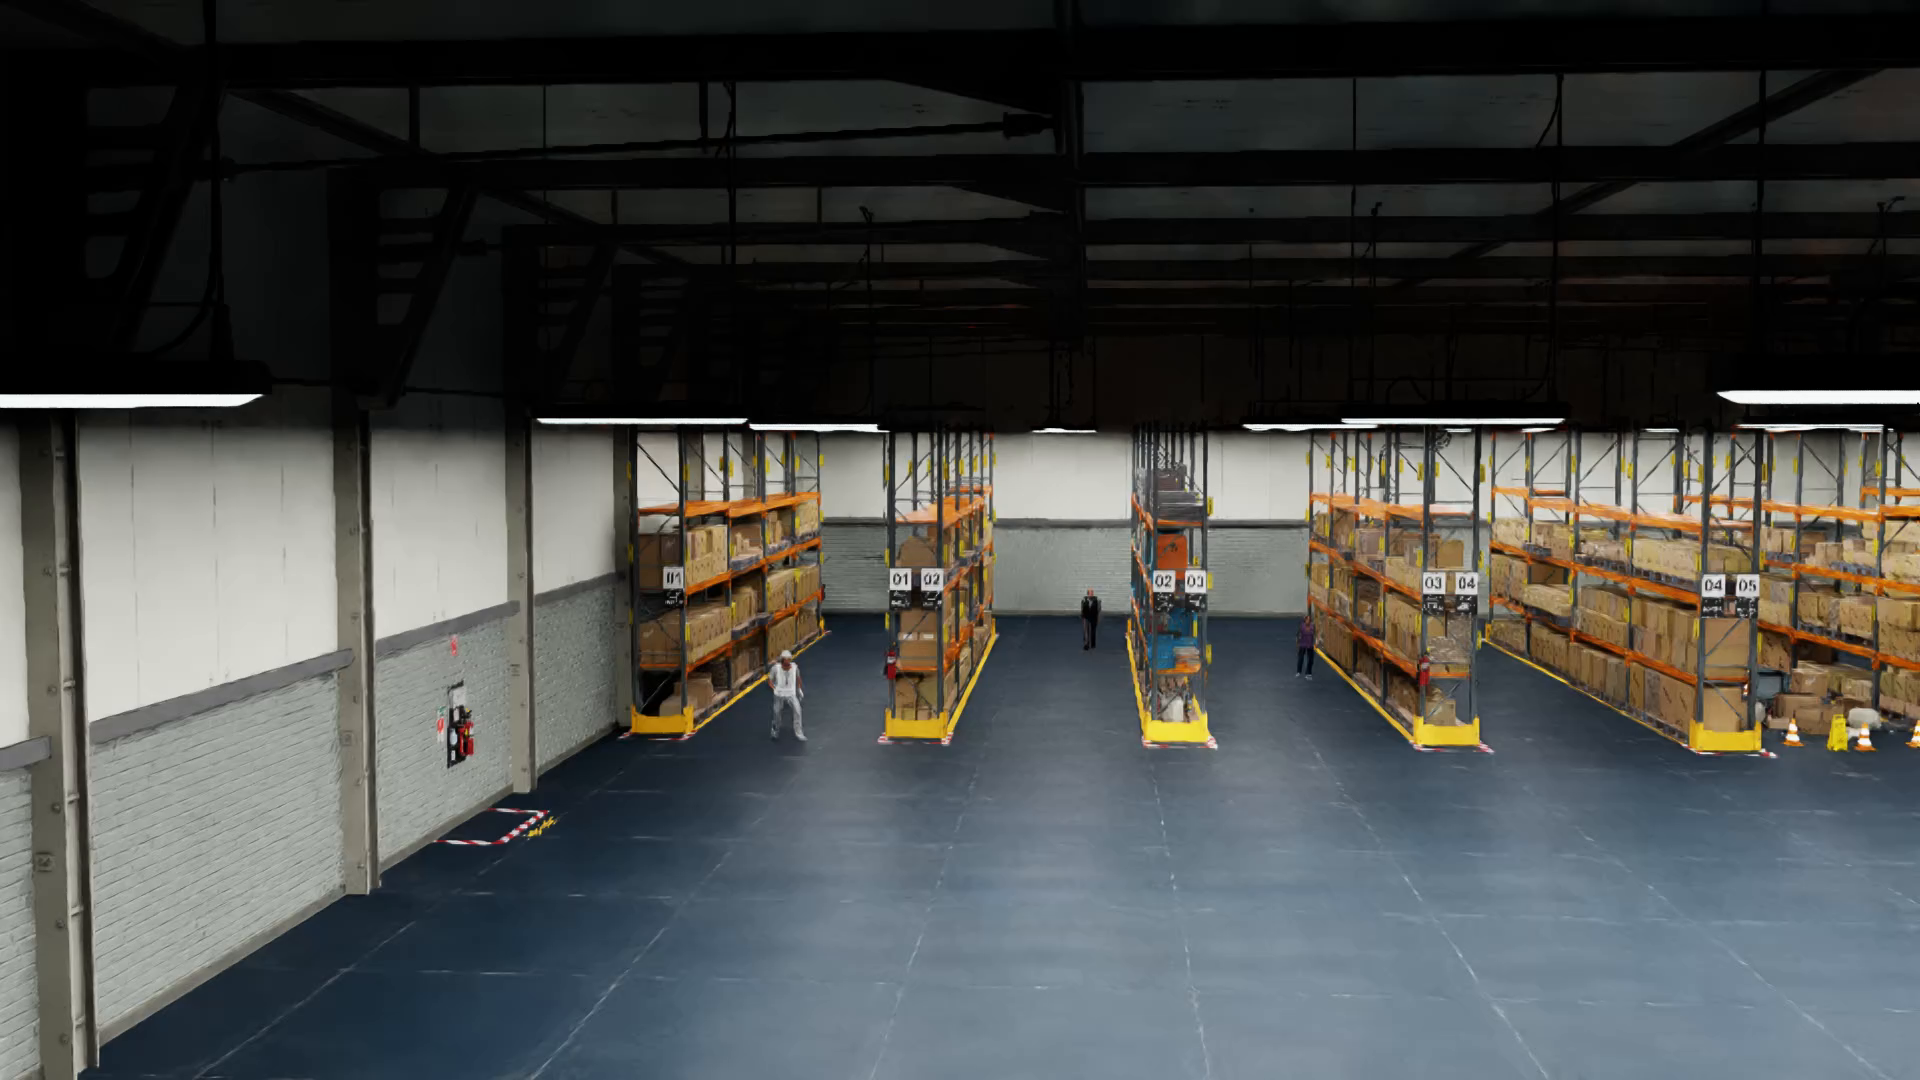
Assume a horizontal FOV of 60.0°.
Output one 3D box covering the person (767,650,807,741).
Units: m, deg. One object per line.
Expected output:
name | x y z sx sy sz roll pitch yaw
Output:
person | -3.258 2.885 31.093 0.704 1.711 0.835 -1 4 -13

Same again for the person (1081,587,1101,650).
person | 3.504 2.078 44.438 0.543 1.649 1.119 0 4 2

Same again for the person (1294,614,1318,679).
person | 8.109 2.497 38.976 0.566 1.534 0.519 0 4 2
